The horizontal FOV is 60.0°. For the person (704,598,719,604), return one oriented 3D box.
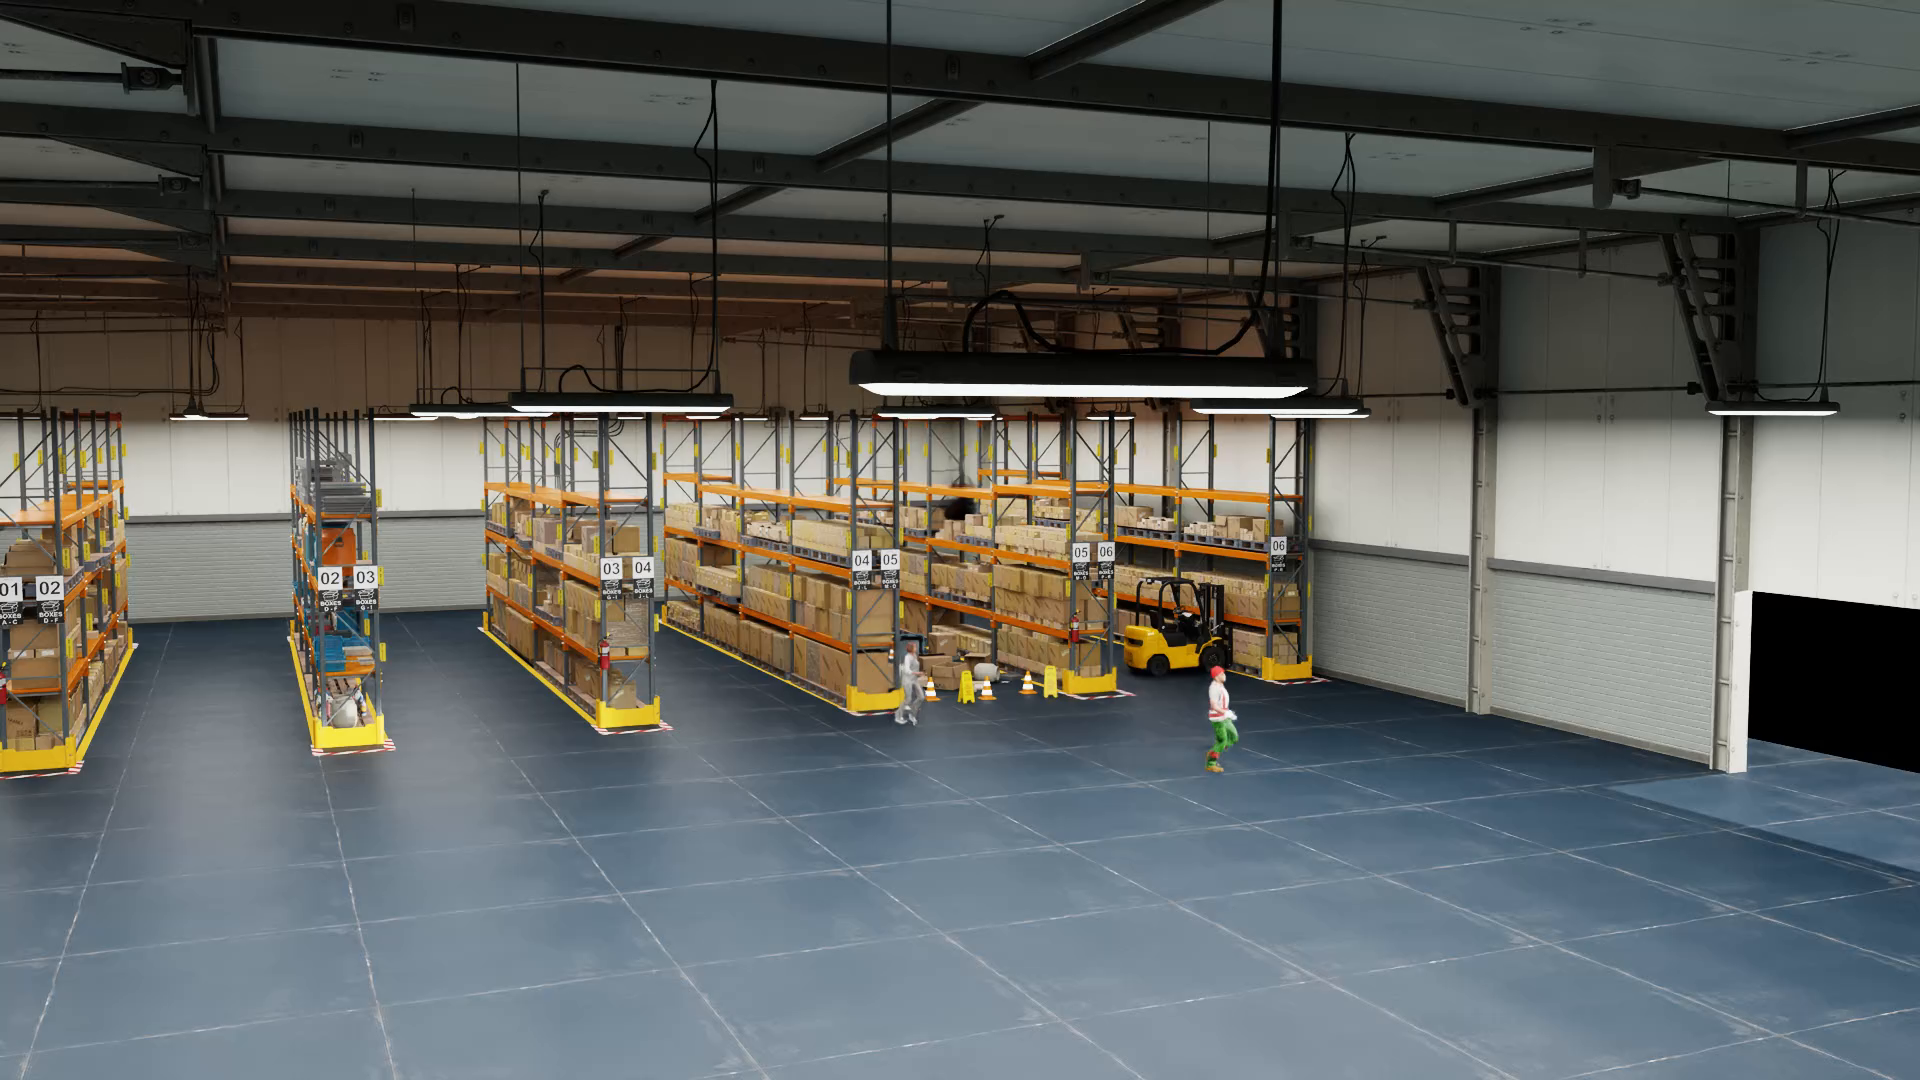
[{"bbox_3d":[-7.599,1.396,50.004,0.780,1.639,0.581,-3,5,-36],"label":"person"}]

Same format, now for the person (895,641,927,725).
[{"bbox_3d":[-0.912,2.741,31.537,0.669,1.600,0.560,2,4,24],"label":"person"}]

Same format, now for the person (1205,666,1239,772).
[{"bbox_3d":[4.306,2.935,27.328,0.530,1.742,0.670,1,4,17],"label":"person"}]
